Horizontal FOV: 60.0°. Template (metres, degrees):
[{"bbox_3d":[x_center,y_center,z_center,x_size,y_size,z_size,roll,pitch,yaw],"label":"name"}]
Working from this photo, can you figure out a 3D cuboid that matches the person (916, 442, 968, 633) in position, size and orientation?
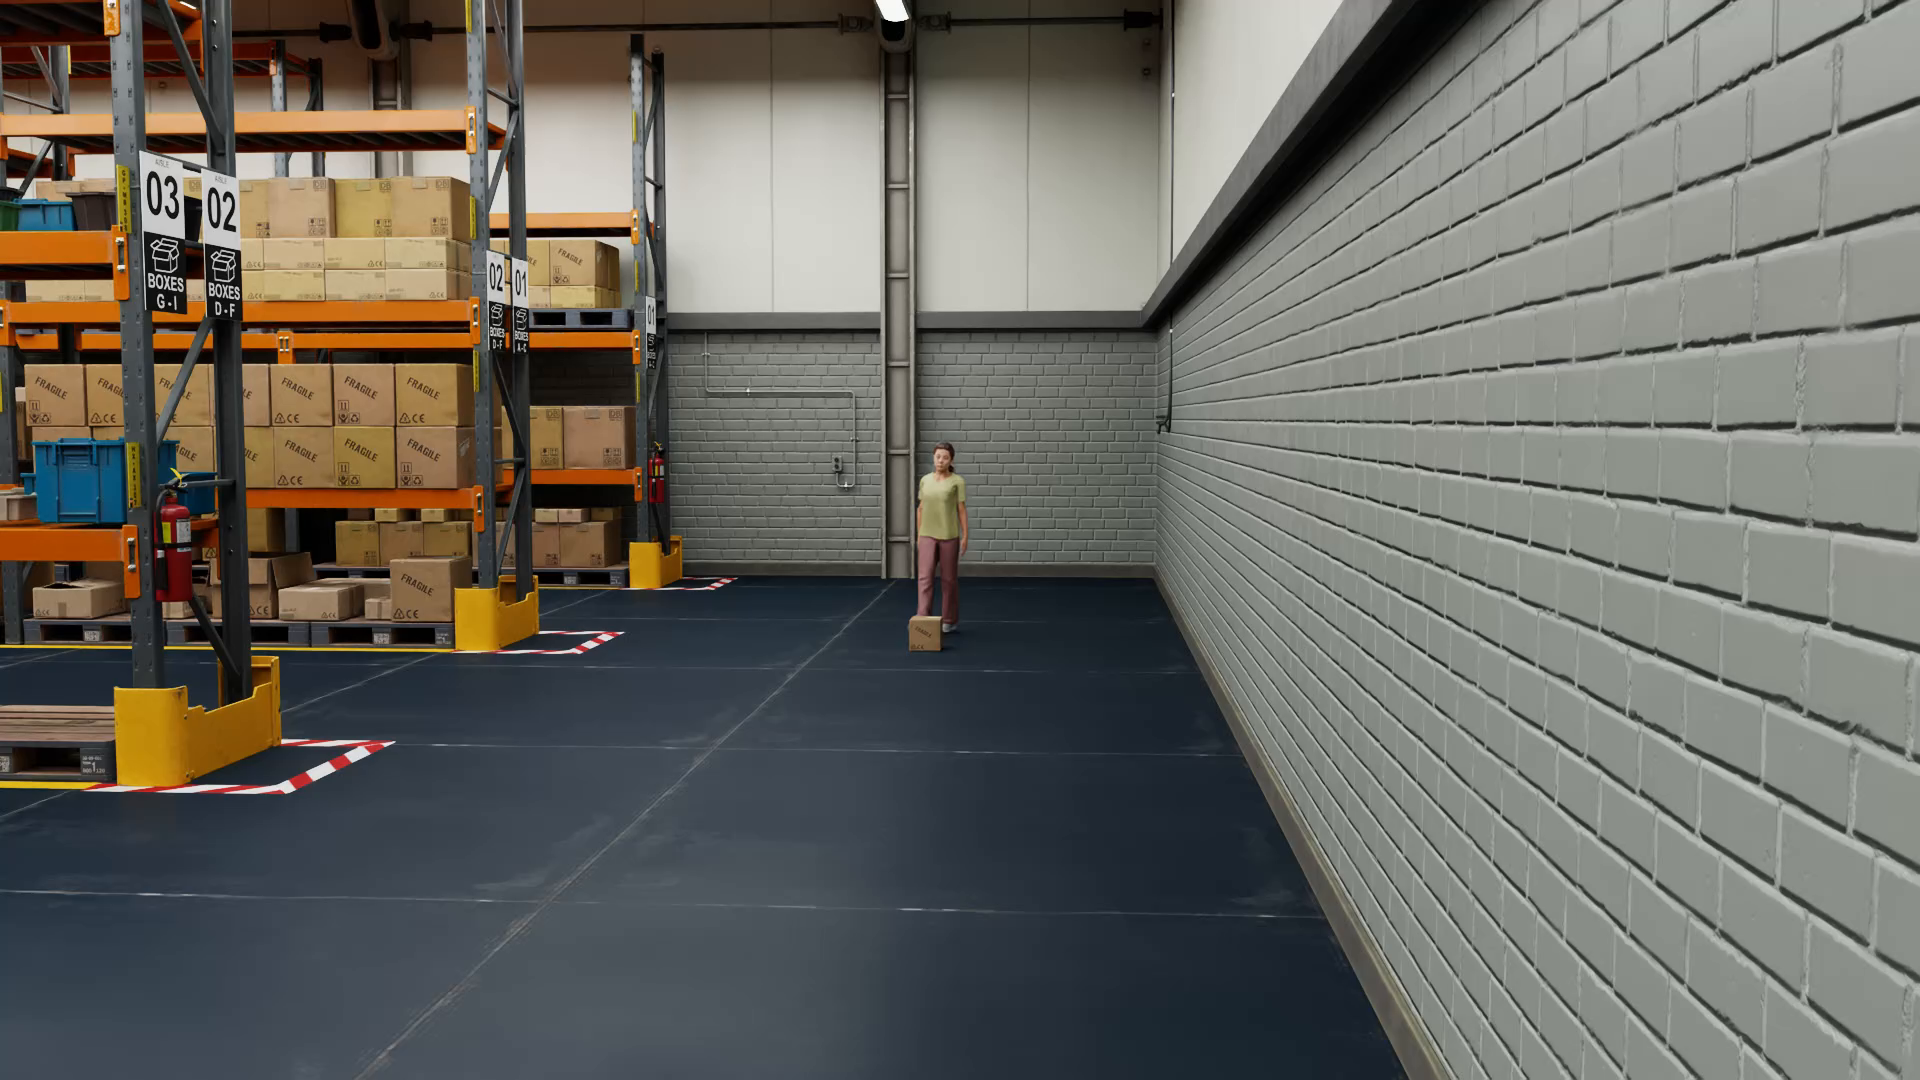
[{"bbox_3d":[-0.193,-0.006,14.177,0.465,1.652,0.758,1,4,16],"label":"person"}]
